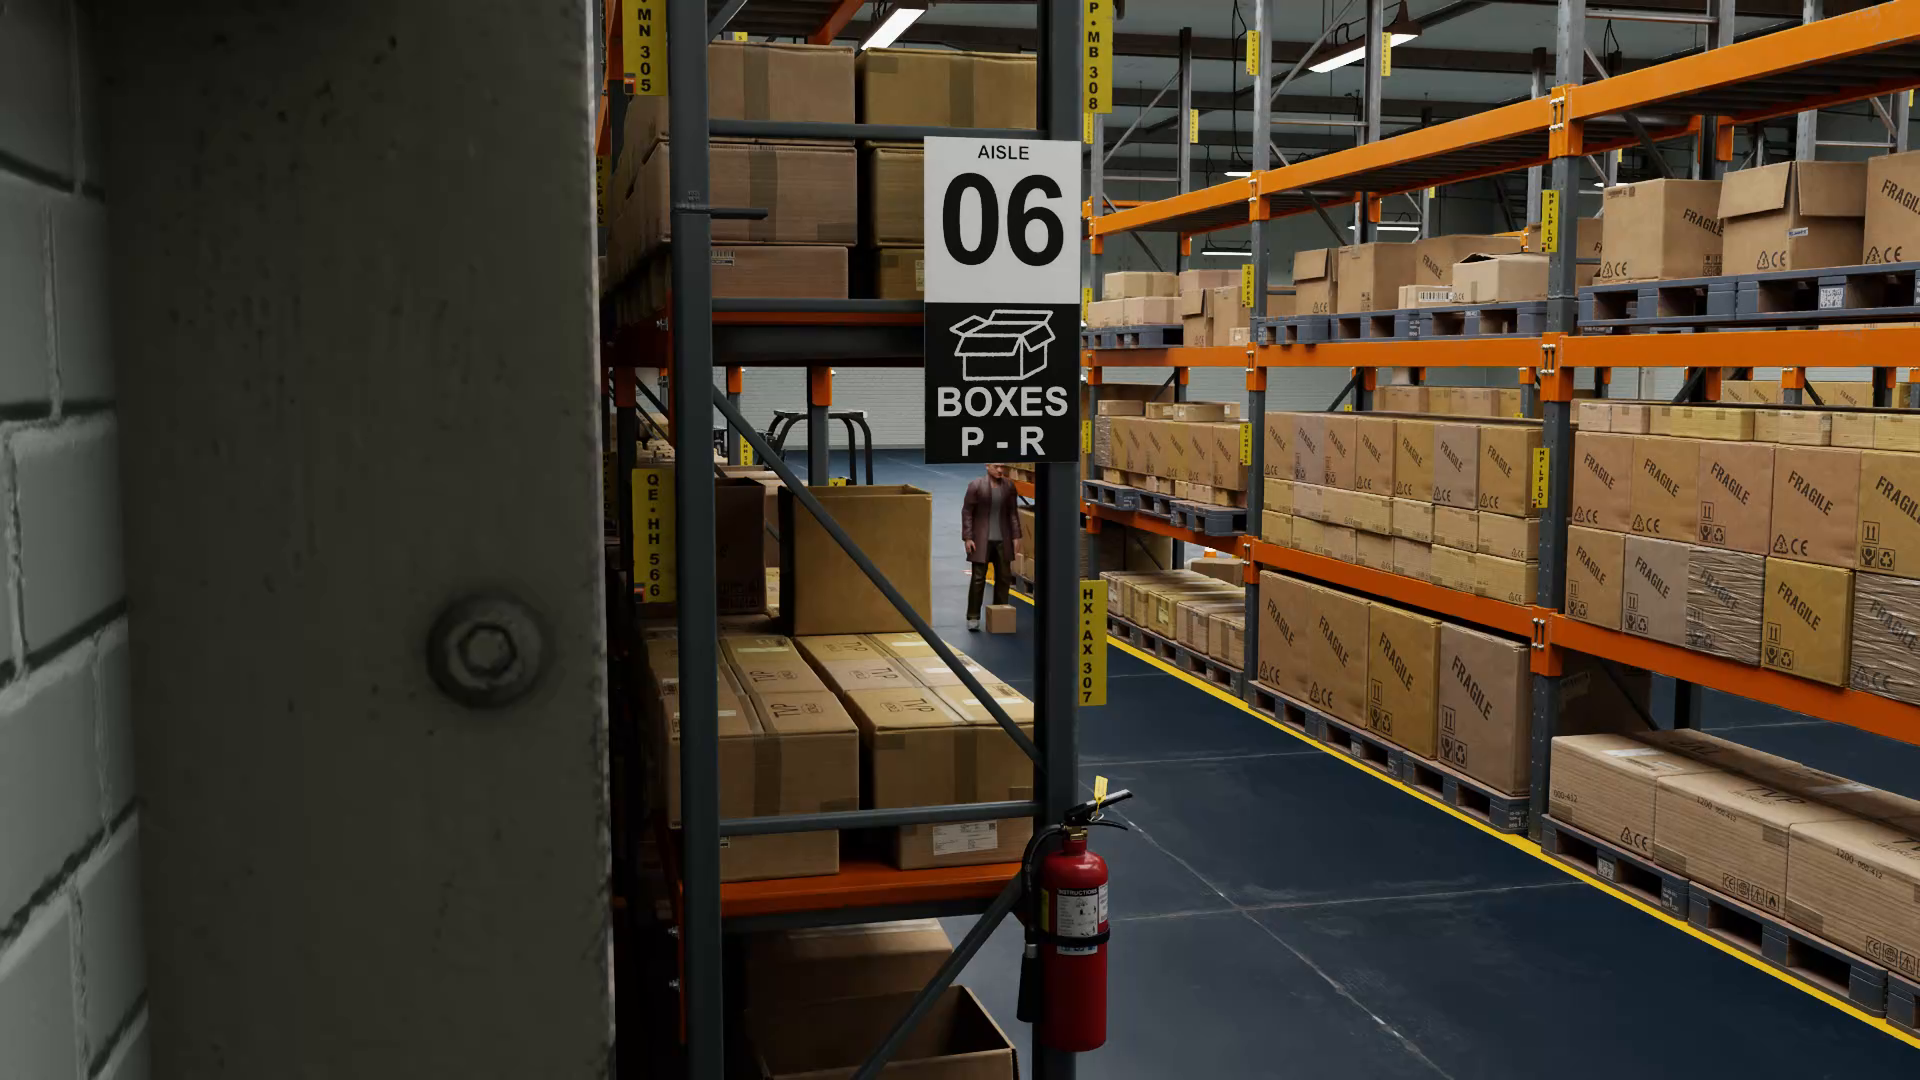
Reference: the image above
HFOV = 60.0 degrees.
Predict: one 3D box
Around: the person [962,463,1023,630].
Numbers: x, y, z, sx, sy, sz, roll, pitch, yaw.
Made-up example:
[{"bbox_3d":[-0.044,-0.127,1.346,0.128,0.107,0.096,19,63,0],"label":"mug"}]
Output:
[{"bbox_3d":[0.327,0.009,16.800,0.653,1.774,0.426,-2,6,-20],"label":"person"}]
